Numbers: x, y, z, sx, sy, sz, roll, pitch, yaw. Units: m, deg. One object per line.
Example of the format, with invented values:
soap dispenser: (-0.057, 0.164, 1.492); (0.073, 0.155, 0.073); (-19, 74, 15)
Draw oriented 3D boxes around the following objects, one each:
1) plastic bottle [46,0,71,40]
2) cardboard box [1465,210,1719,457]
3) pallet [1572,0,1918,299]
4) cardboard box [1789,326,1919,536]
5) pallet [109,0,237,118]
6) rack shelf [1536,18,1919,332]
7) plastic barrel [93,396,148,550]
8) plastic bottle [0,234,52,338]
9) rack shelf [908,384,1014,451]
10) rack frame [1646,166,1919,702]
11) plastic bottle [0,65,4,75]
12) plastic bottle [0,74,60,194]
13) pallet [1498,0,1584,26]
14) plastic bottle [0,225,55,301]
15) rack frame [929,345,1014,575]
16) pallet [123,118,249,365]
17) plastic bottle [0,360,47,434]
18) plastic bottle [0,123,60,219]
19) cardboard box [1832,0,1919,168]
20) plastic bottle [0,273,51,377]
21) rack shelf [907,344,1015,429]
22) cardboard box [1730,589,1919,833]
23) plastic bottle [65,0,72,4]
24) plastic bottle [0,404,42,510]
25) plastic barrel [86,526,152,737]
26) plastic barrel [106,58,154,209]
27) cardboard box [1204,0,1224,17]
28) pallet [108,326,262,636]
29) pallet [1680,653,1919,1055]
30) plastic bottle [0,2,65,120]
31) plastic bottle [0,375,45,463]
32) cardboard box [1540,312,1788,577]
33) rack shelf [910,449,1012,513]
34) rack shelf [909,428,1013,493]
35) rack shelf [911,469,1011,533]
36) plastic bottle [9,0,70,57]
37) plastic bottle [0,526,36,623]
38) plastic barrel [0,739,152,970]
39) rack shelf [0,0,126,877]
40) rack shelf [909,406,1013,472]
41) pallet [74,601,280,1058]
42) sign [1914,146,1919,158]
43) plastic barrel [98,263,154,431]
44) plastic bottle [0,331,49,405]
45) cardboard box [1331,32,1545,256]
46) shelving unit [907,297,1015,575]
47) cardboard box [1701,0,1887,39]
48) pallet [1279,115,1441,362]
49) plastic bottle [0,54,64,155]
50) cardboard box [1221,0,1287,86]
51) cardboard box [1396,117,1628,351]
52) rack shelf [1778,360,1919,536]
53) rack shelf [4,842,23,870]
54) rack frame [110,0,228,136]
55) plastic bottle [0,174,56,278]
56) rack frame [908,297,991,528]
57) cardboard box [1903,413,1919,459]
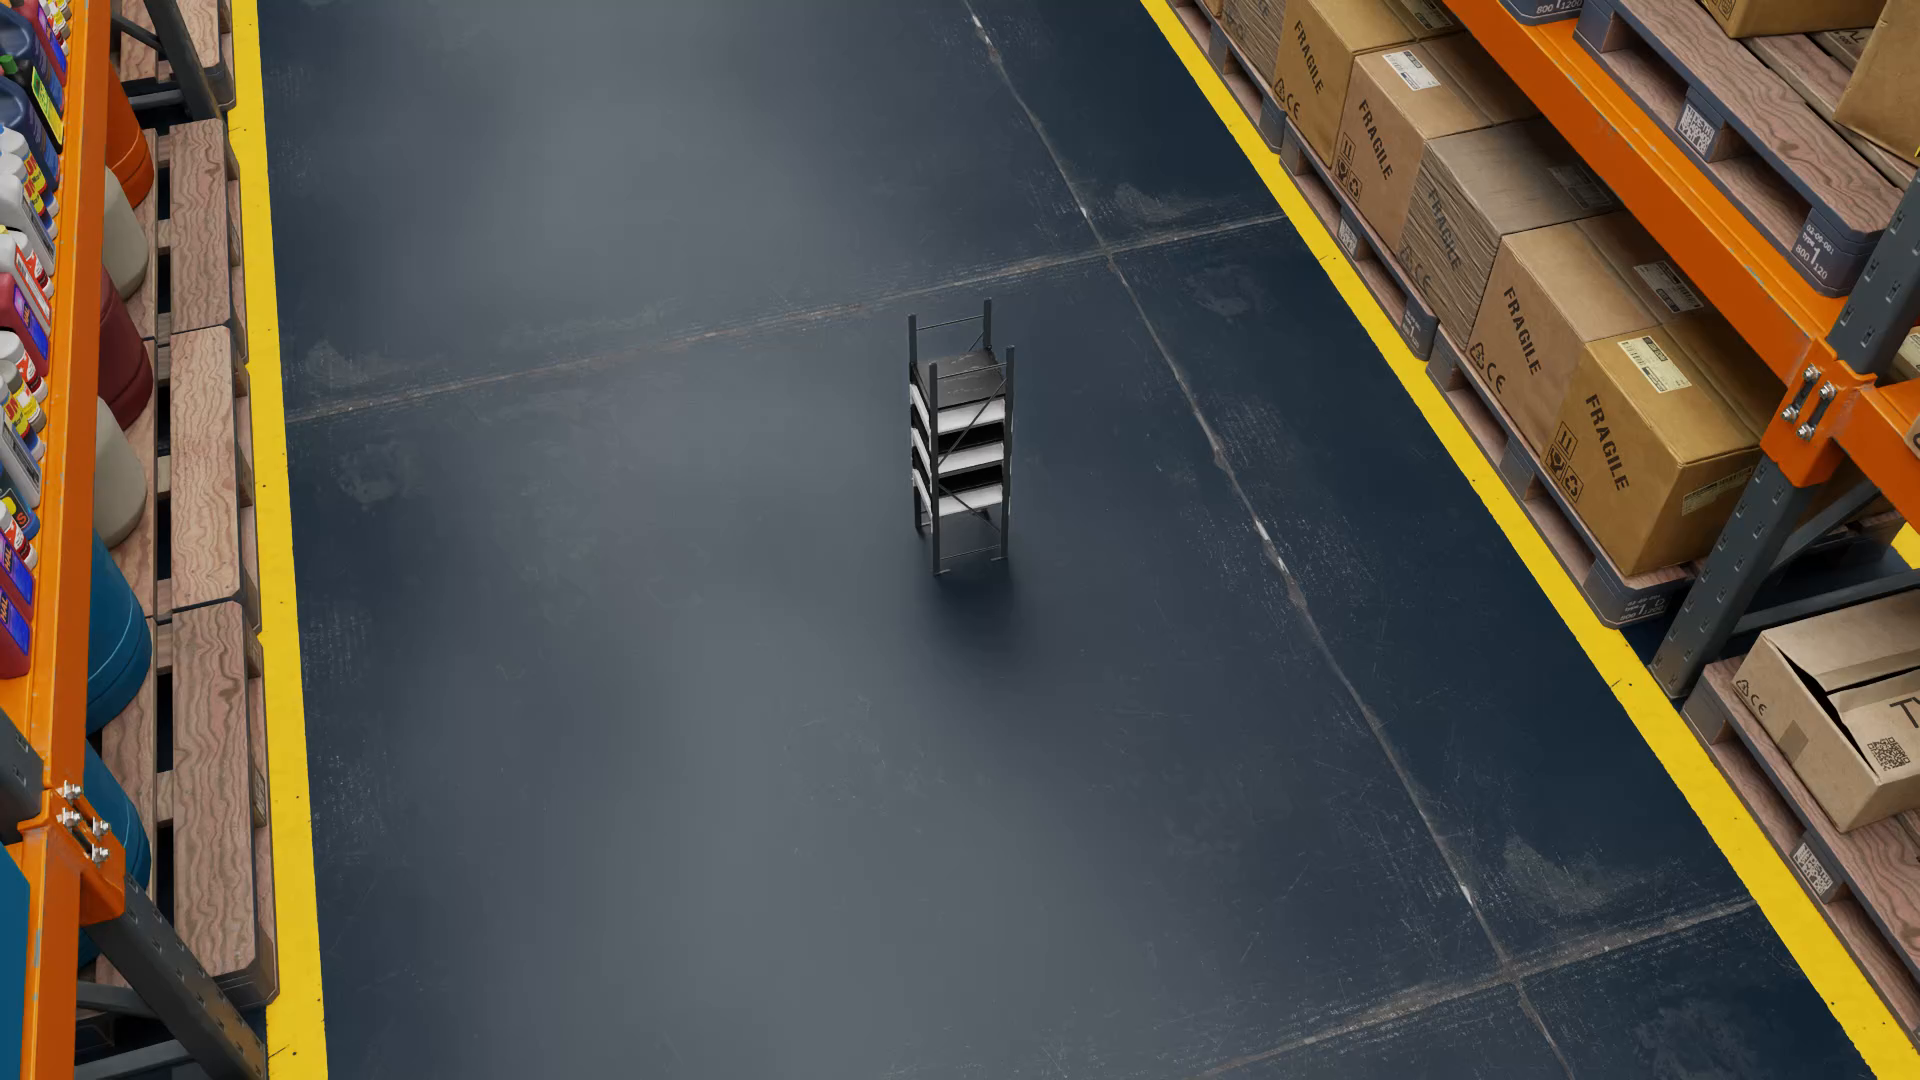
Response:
plastic bottle: (-2.601, -1.511, 4.692); (0.097, 0.201, 0.097); (0, 50, 0)
cardboard box: (1.972, -0.648, 5.182); (0.500, 0.500, 0.500); (-13, 51, -11)
pallet: (2.398, -1.200, 4.425); (1.003, 0.211, 1.213); (-13, 51, -11)
cardboard box: (2.620, -0.398, 4.971); (0.500, 0.500, 0.500); (-15, 52, -13)
pallet: (-3.578, -2.134, 6.911); (1.003, 0.211, 1.213); (-13, 51, -11)
rack shelf: (1.939, -1.945, 5.271); (0.919, 0.124, 3.809); (-13, 51, -11)
plastic barrel: (-2.638, -0.221, 4.827); (0.421, 0.512, 0.421); (0, 50, 0)
plastic bottle: (-2.249, -0.597, 3.872); (0.152, 0.276, 0.135); (-13, 51, -11)
rack shelf: (0.002, -0.379, 4.789); (0.258, 0.077, 0.200); (-13, 51, -11)
rack frame: (2.530, -0.654, 3.839); (1.000, 3.000, 0.127); (-13, 51, -11)
plastic bottle: (-2.484, -1.140, 4.326); (0.061, 0.283, 0.133); (-13, 51, -11)
plastic bottle: (-2.419, -1.050, 4.206); (0.144, 0.351, 0.185); (-13, 51, -11)
pallet: (1.927, -2.094, 5.179); (1.003, 0.211, 1.213); (-13, 51, -11)
plastic bottle: (-2.258, -0.664, 3.977); (0.097, 0.201, 0.097); (0, 50, 0)
rack frame: (0.032, -0.210, 4.838); (0.240, 0.900, 0.006); (-13, 51, -11)
pallet: (-3.113, -0.993, 5.949); (1.003, 0.211, 1.213); (-13, 51, -11)
plastic bottle: (-2.121, -0.326, 3.693); (0.097, 0.201, 0.097); (0, 50, 0)
plastic bottle: (-2.355, -0.927, 4.153); (0.097, 0.271, 0.097); (0, 50, 0)
cardboard box: (2.604, -1.218, 3.975); (0.700, 0.500, 0.500); (-30, 56, -23)
plastic bottle: (-2.166, -0.512, 3.796); (0.061, 0.283, 0.133); (-13, 51, -11)
rack shelf: (0.002, -0.437, 4.720); (0.258, 0.077, 0.200); (-13, 51, -11)
cardboard box: (2.448, 0.427, 4.399); (0.500, 0.311, 0.500); (-13, 51, -11)
plastic bottle: (-2.658, -1.676, 4.785); (0.097, 0.271, 0.097); (0, 50, 0)
plastic bottle: (-2.084, -0.188, 3.528); (0.152, 0.276, 0.135); (-13, 51, -11)
plastic barrel: (-2.557, 0.086, 4.313); (0.600, 0.901, 0.708); (-13, 51, -11)
plastic barrel: (-3.225, -1.540, 5.731); (0.600, 0.830, 0.708); (-13, 51, -11)
cardboard box: (1.209, -2.514, 6.755); (0.500, 0.500, 0.500); (-11, 51, -9)
pallet: (-2.755, -0.103, 5.199); (1.003, 0.211, 1.213); (-13, 51, -11)
pallet: (2.732, 0.747, 4.482); (1.003, 0.211, 1.213); (-13, 51, -11)
plastic bottle: (-2.513, -1.282, 4.402); (0.144, 0.351, 0.185); (-13, 51, -11)
plastic bottle: (-2.092, -0.277, 3.606); (0.097, 0.271, 0.097); (0, 50, 0)
cardboard box: (2.111, -0.285, 4.876); (0.500, 0.500, 0.500); (-14, 51, -11)
rack shelf: (0.002, -0.205, 4.995); (0.258, 0.077, 0.200); (-13, 51, -11)
rack shelf: (0.002, -0.263, 4.926); (0.258, 0.077, 0.200); (-13, 51, -11)
rack shelf: (0.002, -0.147, 5.064); (0.258, 0.077, 0.200); (-13, 51, -11)
plastic bottle: (-2.572, -1.440, 4.632); (0.097, 0.201, 0.097); (0, 50, 0)
plastic bottle: (-1.943, 0.040, 3.331); (0.061, 0.283, 0.133); (-13, 51, -11)
plastic barrel: (-2.347, 0.603, 3.877); (0.600, 0.901, 0.708); (-13, 51, -11)
rack shelf: (-2.794, -0.765, 4.404); (1.077, 0.370, 4.000); (-13, 51, -11)
rack shelf: (0.002, -0.321, 4.858); (0.258, 0.077, 0.200); (-13, 51, -11)
pallet: (-2.391, 0.790, 4.446); (1.003, 0.211, 1.213); (-13, 51, -11)
sign: (2.001, -0.899, 3.288); (0.100, 0.325, 0.005); (-13, 51, -11)
plastic barrel: (-2.891, -0.638, 5.128); (0.600, 0.588, 0.708); (-13, 51, -11)
plastic bottle: (-2.150, -0.397, 3.753); (0.097, 0.201, 0.097); (0, 50, 0)
cardboard box: (1.672, -1.385, 5.803); (0.500, 0.500, 0.500); (-15, 51, -12)
shelving unit: (0.002, -0.284, 4.901); (0.258, 0.900, 0.210); (-13, 51, -11)
cardboard box: (2.340, -1.706, 4.386); (0.700, 0.500, 0.500); (-6, 50, -5)
pallet: (1.889, -1.233, 6.151); (1.003, 0.211, 1.213); (-13, 51, -11)
plastic bottle: (-2.426, -1.154, 4.337); (0.061, 0.283, 0.133); (-13, 51, -11)
cardboard box: (1.369, -2.133, 6.433); (0.500, 0.500, 0.500); (-15, 51, -12)
cardboard box: (1.824, -1.015, 5.491); (0.500, 0.500, 0.500); (-13, 51, -11)
rack shelf: (3.122, 1.039, 2.883); (1.077, 0.370, 4.000); (-13, 51, -11)
rack shelf: (-1.611, 2.093, 1.866); (0.919, 0.124, 3.809); (-13, 51, -11)
rack frame: (-3.386, -2.458, 5.360); (1.000, 3.000, 0.127); (-13, 51, -11)
plastic bottle: (-2.318, -0.766, 4.015); (0.152, 0.276, 0.135); (-13, 51, -11)
rack frame: (-0.028, -0.358, 4.964); (0.240, 0.900, 0.006); (-13, 51, -11)
cardboard box: (2.421, -0.252, 3.435); (0.500, 0.500, 0.500); (-12, 51, -10)
